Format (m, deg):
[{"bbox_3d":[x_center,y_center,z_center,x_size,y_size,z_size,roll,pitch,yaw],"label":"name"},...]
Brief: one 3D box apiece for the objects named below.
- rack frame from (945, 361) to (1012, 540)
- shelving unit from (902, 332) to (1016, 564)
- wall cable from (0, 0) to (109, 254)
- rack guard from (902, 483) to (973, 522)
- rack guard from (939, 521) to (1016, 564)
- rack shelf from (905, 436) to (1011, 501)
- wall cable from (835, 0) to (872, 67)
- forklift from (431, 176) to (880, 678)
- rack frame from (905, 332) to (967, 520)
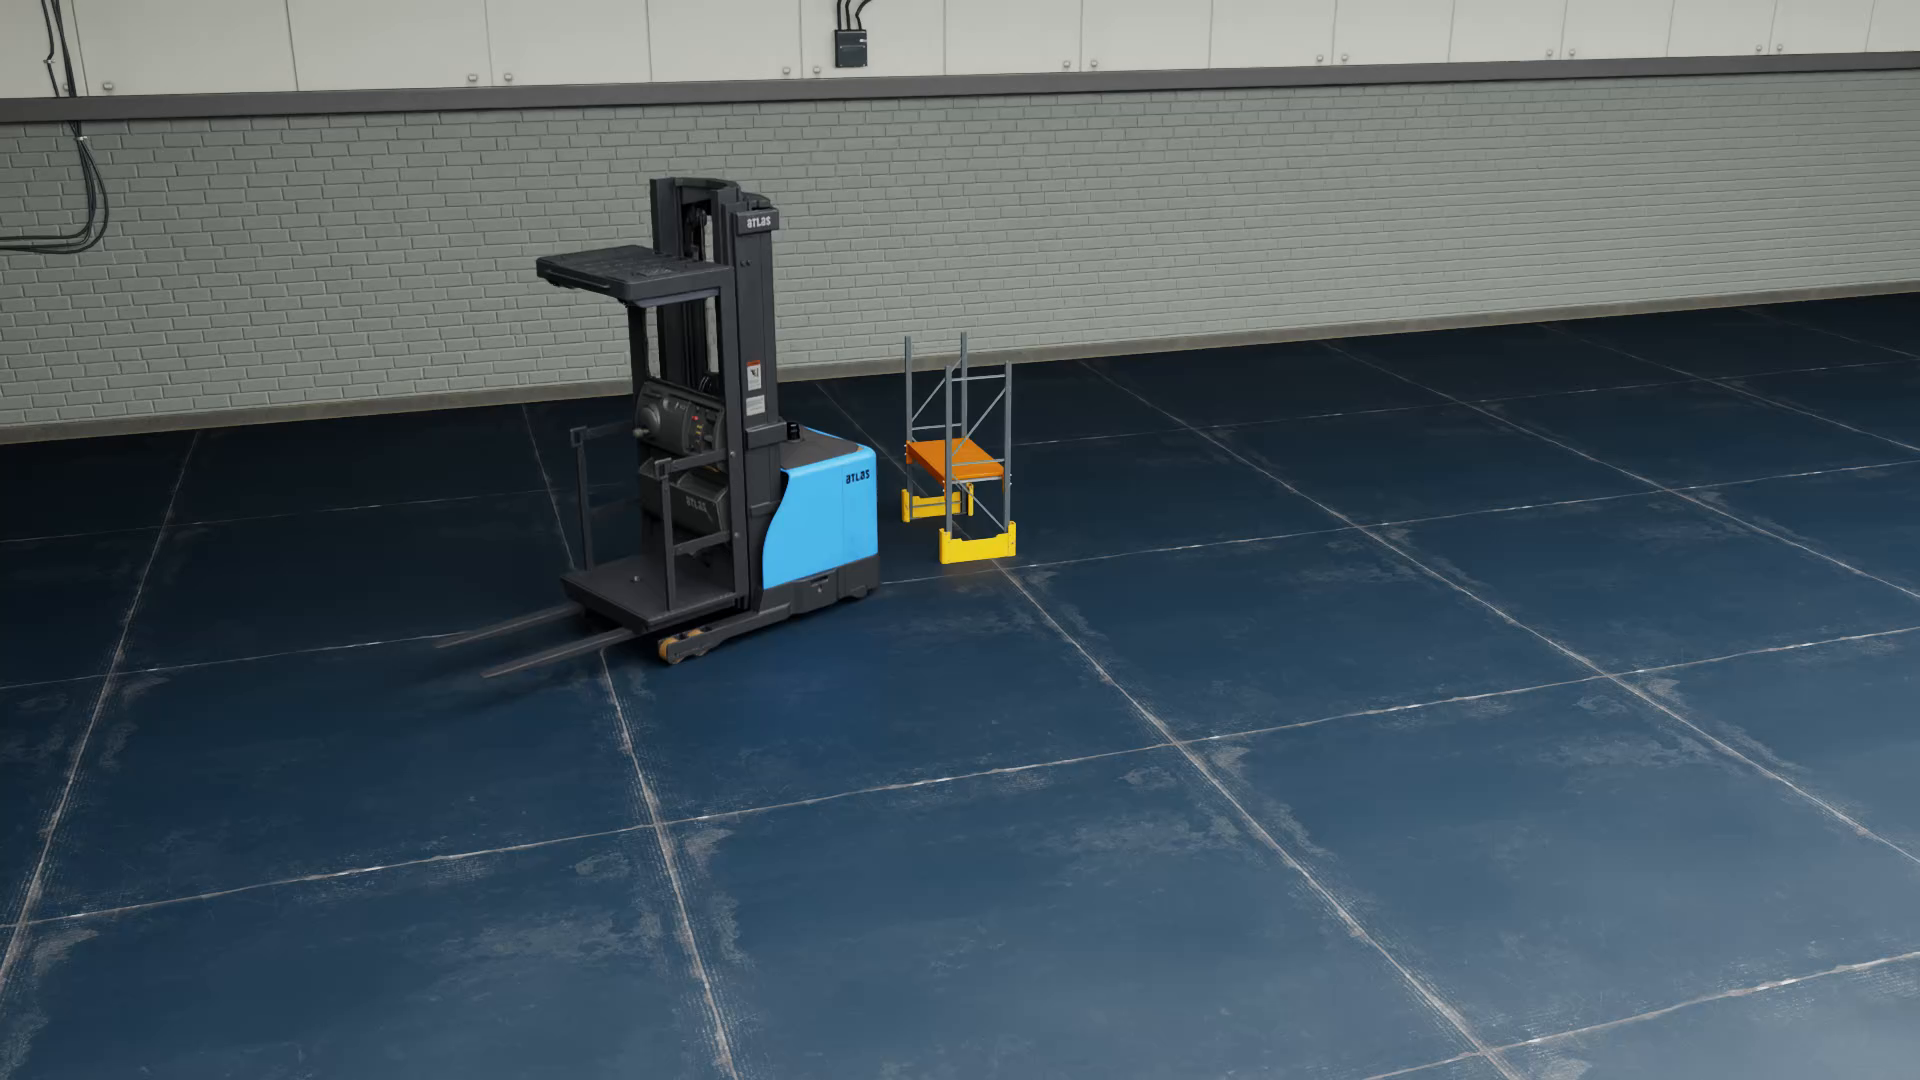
[{"bbox_3d":[0.133,-0.570,12.285,0.500,1.500,0.032,-6,21,-17],"label":"rack frame"},{"bbox_3d":[-0.024,-0.730,12.731,0.587,1.500,1.083,-6,21,-17],"label":"shelving unit"},{"bbox_3d":[-9.152,-3.616,14.265,3.097,2.526,0.112,-6,21,-17],"label":"wall cable"},{"bbox_3d":[-0.180,-0.302,13.387,0.587,0.250,0.087,-6,21,-17],"label":"rack guard"},{"bbox_3d":[0.133,0.018,12.497,0.587,0.250,0.087,-6,21,-17],"label":"rack guard"},{"bbox_3d":[-0.027,-0.564,12.800,0.538,0.185,1.000,-6,21,-17],"label":"rack shelf"},{"bbox_3d":[-0.134,-7.681,15.959,2.305,6.003,0.169,-6,21,-17],"label":"wall cable"},{"bbox_3d":[-1.985,-0.779,10.749,3.031,2.935,1.130,-18,26,-40],"label":"forklift"},{"bbox_3d":[-0.187,-0.896,13.193,0.500,1.500,0.032,-6,21,-17],"label":"rack frame"}]
